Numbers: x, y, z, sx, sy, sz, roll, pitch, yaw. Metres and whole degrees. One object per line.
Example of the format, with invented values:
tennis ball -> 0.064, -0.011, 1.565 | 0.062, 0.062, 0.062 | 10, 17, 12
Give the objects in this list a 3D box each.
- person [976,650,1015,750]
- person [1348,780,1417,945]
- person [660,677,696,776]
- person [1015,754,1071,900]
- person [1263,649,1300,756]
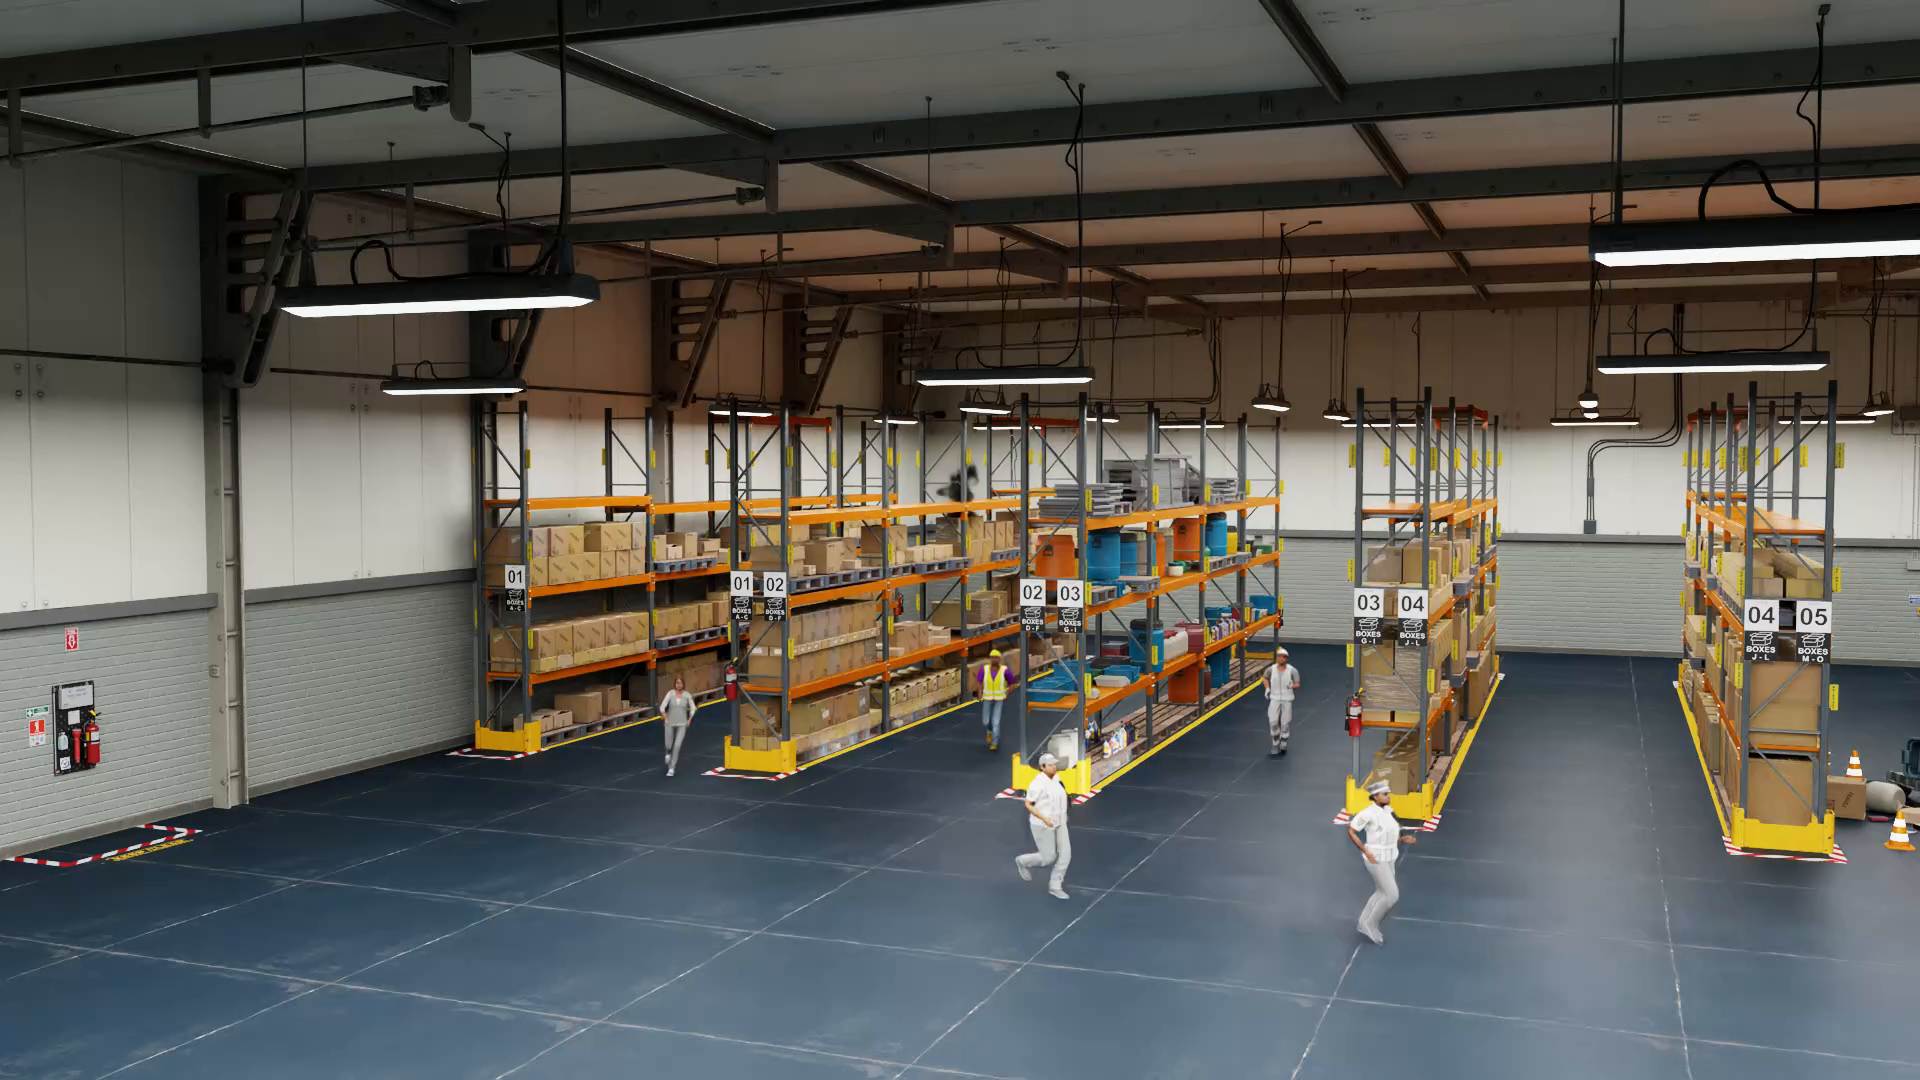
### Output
person -> 0.601, 2.747, 28.643 | 0.682, 1.725, 0.573 | 0, 3, 9
person -> 4.385, 3.329, 17.190 | 0.637, 1.706, 0.562 | 3, 4, 44
person -> -4.488, 2.941, 26.448 | 0.567, 1.541, 0.699 | 0, 3, -7
person -> 0.988, 3.270, 19.123 | 0.697, 1.645, 0.608 | 3, 4, 44
person -> 5.420, 2.744, 28.103 | 0.636, 1.801, 0.694 | 1, 3, 15
